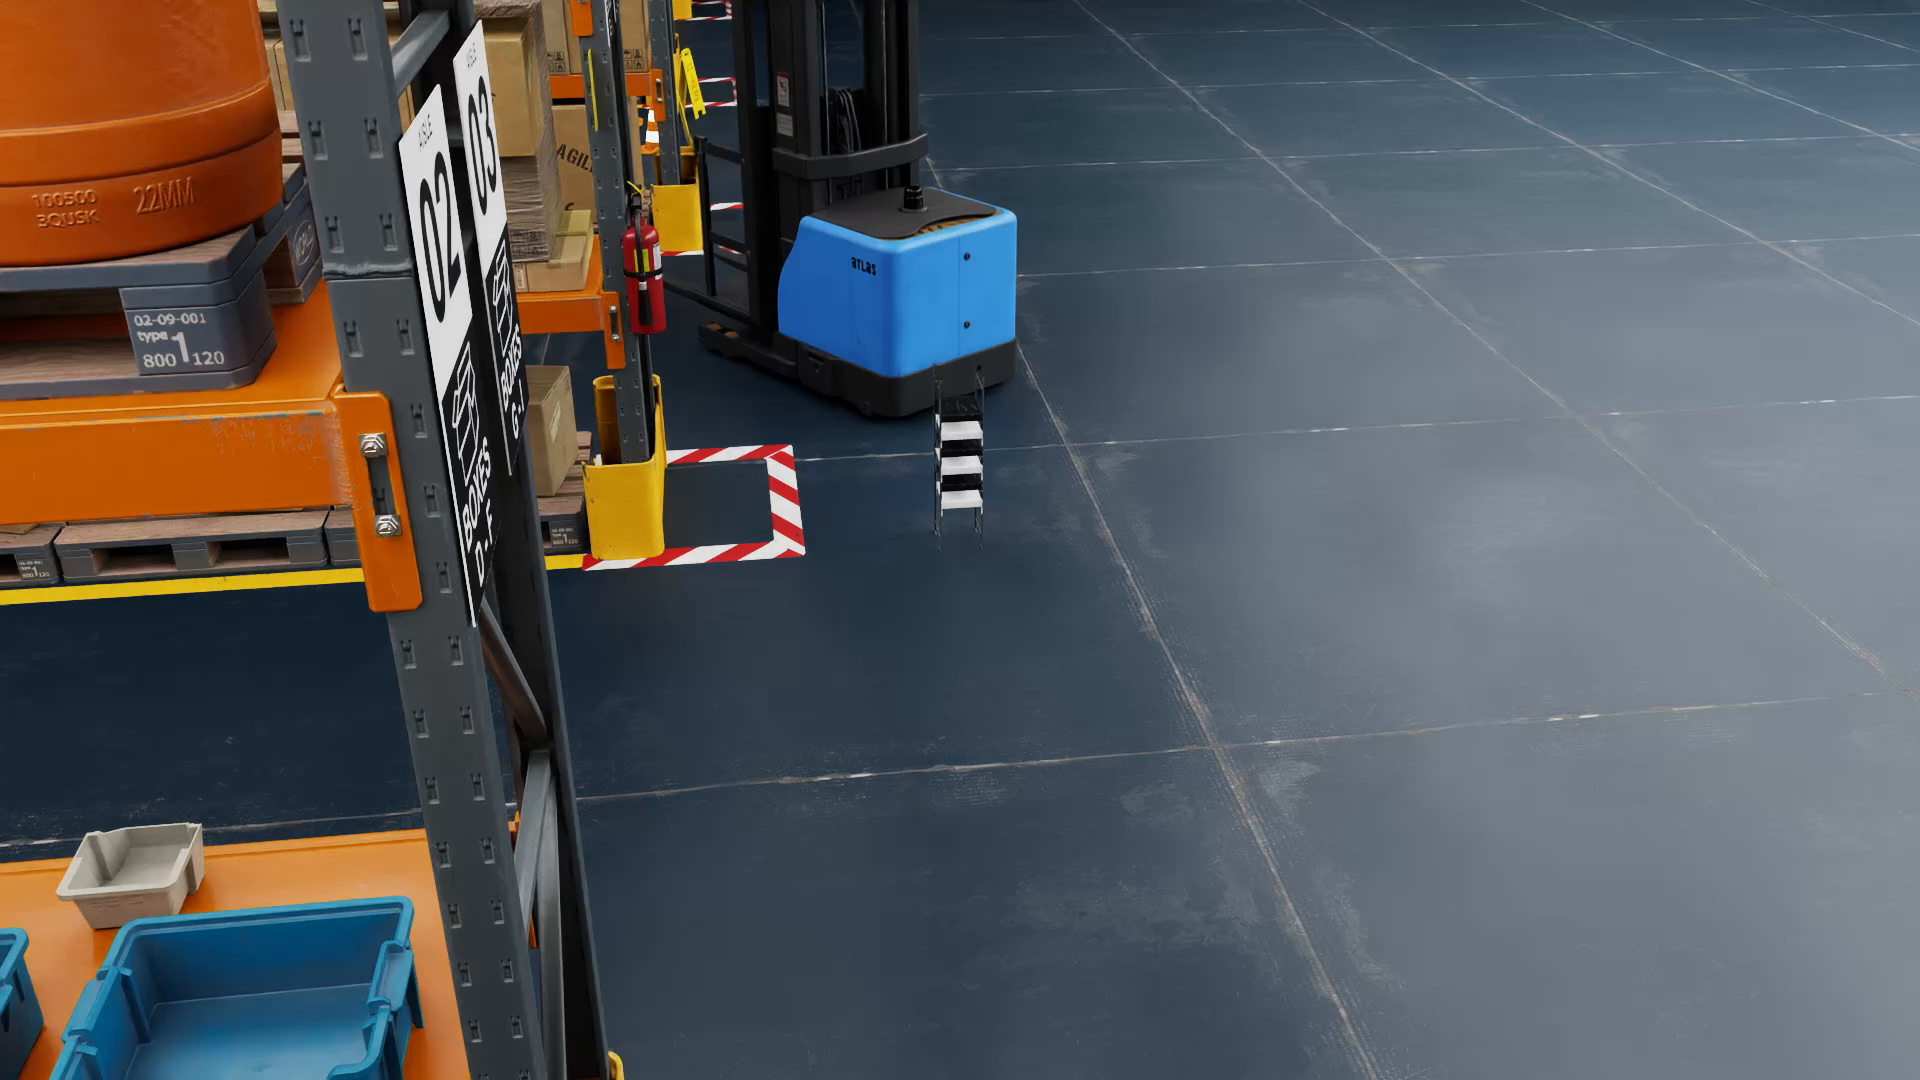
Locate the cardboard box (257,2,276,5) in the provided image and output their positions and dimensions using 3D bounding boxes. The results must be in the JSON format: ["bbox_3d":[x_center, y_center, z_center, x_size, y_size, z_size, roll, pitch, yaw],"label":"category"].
[{"bbox_3d":[-4.715,-3.626,11.867,0.550,0.550,0.875,-4,27,-7],"label":"cardboard box"}]

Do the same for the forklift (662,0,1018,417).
[{"bbox_3d":[-1.019,-2.589,10.086,1.130,2.935,3.031,-23,35,-37],"label":"forklift"}]

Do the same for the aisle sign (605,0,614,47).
[{"bbox_3d":[-1.516,-2.535,7.057,0.004,0.787,0.394,-4,27,-7],"label":"aisle sign"}]

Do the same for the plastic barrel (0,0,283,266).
[{"bbox_3d":[-1.393,-0.895,2.493,0.708,0.830,0.600,-4,27,-7],"label":"plastic barrel"}]

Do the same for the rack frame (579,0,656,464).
[{"bbox_3d":[-1.619,-1.510,7.907,0.127,3.000,1.000,-4,27,-7],"label":"rack frame"}]

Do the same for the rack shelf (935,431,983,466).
[{"bbox_3d":[-0.008,-0.450,8.018,0.200,0.077,0.258,-4,27,-7],"label":"rack shelf"}]

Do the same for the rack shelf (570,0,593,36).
[{"bbox_3d":[-3.600,-2.397,7.139,4.000,0.370,1.077,-4,27,-7],"label":"rack shelf"}]

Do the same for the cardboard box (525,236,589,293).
[{"bbox_3d":[-1.873,-1.287,7.748,0.250,0.149,0.380,-4,27,-7],"label":"cardboard box"}]

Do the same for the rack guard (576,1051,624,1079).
[{"bbox_3d":[-0.998,1.867,4.063,0.348,0.500,1.175,-4,27,-7],"label":"rack guard"}]

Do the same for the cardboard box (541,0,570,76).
[{"bbox_3d":[-3.113,-3.737,12.082,0.550,0.550,0.875,-4,27,-7],"label":"cardboard box"}]

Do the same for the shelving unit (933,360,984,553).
[{"bbox_3d":[-0.008,-0.400,8.044,0.210,0.900,0.258,-4,27,-7],"label":"shelving unit"}]

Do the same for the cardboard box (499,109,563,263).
[{"bbox_3d":[-2.168,-1.664,7.773,0.500,0.500,0.875,-4,27,-7],"label":"cardboard box"}]

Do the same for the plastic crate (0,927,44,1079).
[{"bbox_3d":[-2.027,1.001,3.176,0.408,0.251,0.499,-4,27,-7],"label":"plastic crate"}]

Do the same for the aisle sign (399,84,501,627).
[{"bbox_3d":[-0.817,-0.298,2.697,0.004,0.787,0.394,-4,27,-7],"label":"aisle sign"}]

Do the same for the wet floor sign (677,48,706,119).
[{"bbox_3d":[-2.663,-4.471,16.257,0.232,0.644,0.267,6,28,11],"label":"wet floor sign"}]

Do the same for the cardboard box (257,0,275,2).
[{"bbox_3d":[-4.719,-4.119,11.645,0.550,0.550,0.875,-4,27,-7],"label":"cardboard box"}]

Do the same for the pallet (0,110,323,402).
[{"bbox_3d":[-1.762,-0.513,2.886,1.213,0.211,1.003,-4,27,-7],"label":"pallet"}]

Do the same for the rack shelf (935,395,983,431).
[{"bbox_3d":[-0.008,-0.610,7.936,0.200,0.077,0.258,-4,27,-7],"label":"rack shelf"}]

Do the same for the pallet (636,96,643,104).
[{"bbox_3d":[-3.885,-4.709,17.196,1.213,0.211,1.003,-4,27,-7],"label":"pallet"}]

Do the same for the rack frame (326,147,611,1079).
[{"bbox_3d":[-0.929,0.729,3.544,0.127,3.000,1.000,-4,27,-7],"label":"rack frame"}]

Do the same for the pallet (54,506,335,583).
[{"bbox_3d":[-3.710,-0.153,8.317,1.213,0.211,1.003,-4,27,-7],"label":"pallet"}]

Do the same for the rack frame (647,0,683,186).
[{"bbox_3d":[-2.210,-3.759,12.290,0.127,3.000,1.000,-4,27,-7],"label":"rack frame"}]

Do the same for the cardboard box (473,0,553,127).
[{"bbox_3d":[-2.202,-2.220,7.760,0.500,0.500,0.500,-4,27,-7],"label":"cardboard box"}]

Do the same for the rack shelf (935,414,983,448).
[{"bbox_3d":[-0.008,-0.530,7.977,0.200,0.077,0.258,-4,27,-7],"label":"rack shelf"}]

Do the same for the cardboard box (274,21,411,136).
[{"bbox_3d":[-2.624,-1.951,7.235,0.500,0.500,0.500,-4,27,-7],"label":"cardboard box"}]

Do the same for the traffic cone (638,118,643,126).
[{"bbox_3d":[-3.246,-4.251,16.028,0.334,0.463,0.336,-4,27,-7],"label":"traffic cone"}]

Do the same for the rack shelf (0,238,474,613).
[{"bbox_3d":[-2.910,-0.158,2.775,4.000,0.370,1.077,-4,27,-7],"label":"rack shelf"}]

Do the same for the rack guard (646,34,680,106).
[{"bbox_3d":[-3.075,-4.873,17.200,0.348,0.500,1.175,-4,27,-7],"label":"rack guard"}]

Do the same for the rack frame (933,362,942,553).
[{"bbox_3d":[-0.109,-0.393,8.031,0.006,0.900,0.240,-4,27,-7],"label":"rack frame"}]

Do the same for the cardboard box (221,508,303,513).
[{"bbox_3d":[-3.450,-0.468,8.154,0.500,0.500,0.500,-1,27,-2],"label":"cardboard box"}]

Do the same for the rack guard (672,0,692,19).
[{"bbox_3d":[-3.672,-7.123,21.585,0.348,0.500,1.175,-4,27,-7],"label":"rack guard"}]

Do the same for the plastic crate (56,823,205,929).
[{"bbox_3d":[-1.860,0.758,3.776,0.250,0.136,0.298,-4,27,-7],"label":"plastic crate"}]

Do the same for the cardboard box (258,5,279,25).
[{"bbox_3d":[-3.193,-2.159,7.641,0.500,0.500,0.500,-4,27,-7],"label":"cardboard box"}]
